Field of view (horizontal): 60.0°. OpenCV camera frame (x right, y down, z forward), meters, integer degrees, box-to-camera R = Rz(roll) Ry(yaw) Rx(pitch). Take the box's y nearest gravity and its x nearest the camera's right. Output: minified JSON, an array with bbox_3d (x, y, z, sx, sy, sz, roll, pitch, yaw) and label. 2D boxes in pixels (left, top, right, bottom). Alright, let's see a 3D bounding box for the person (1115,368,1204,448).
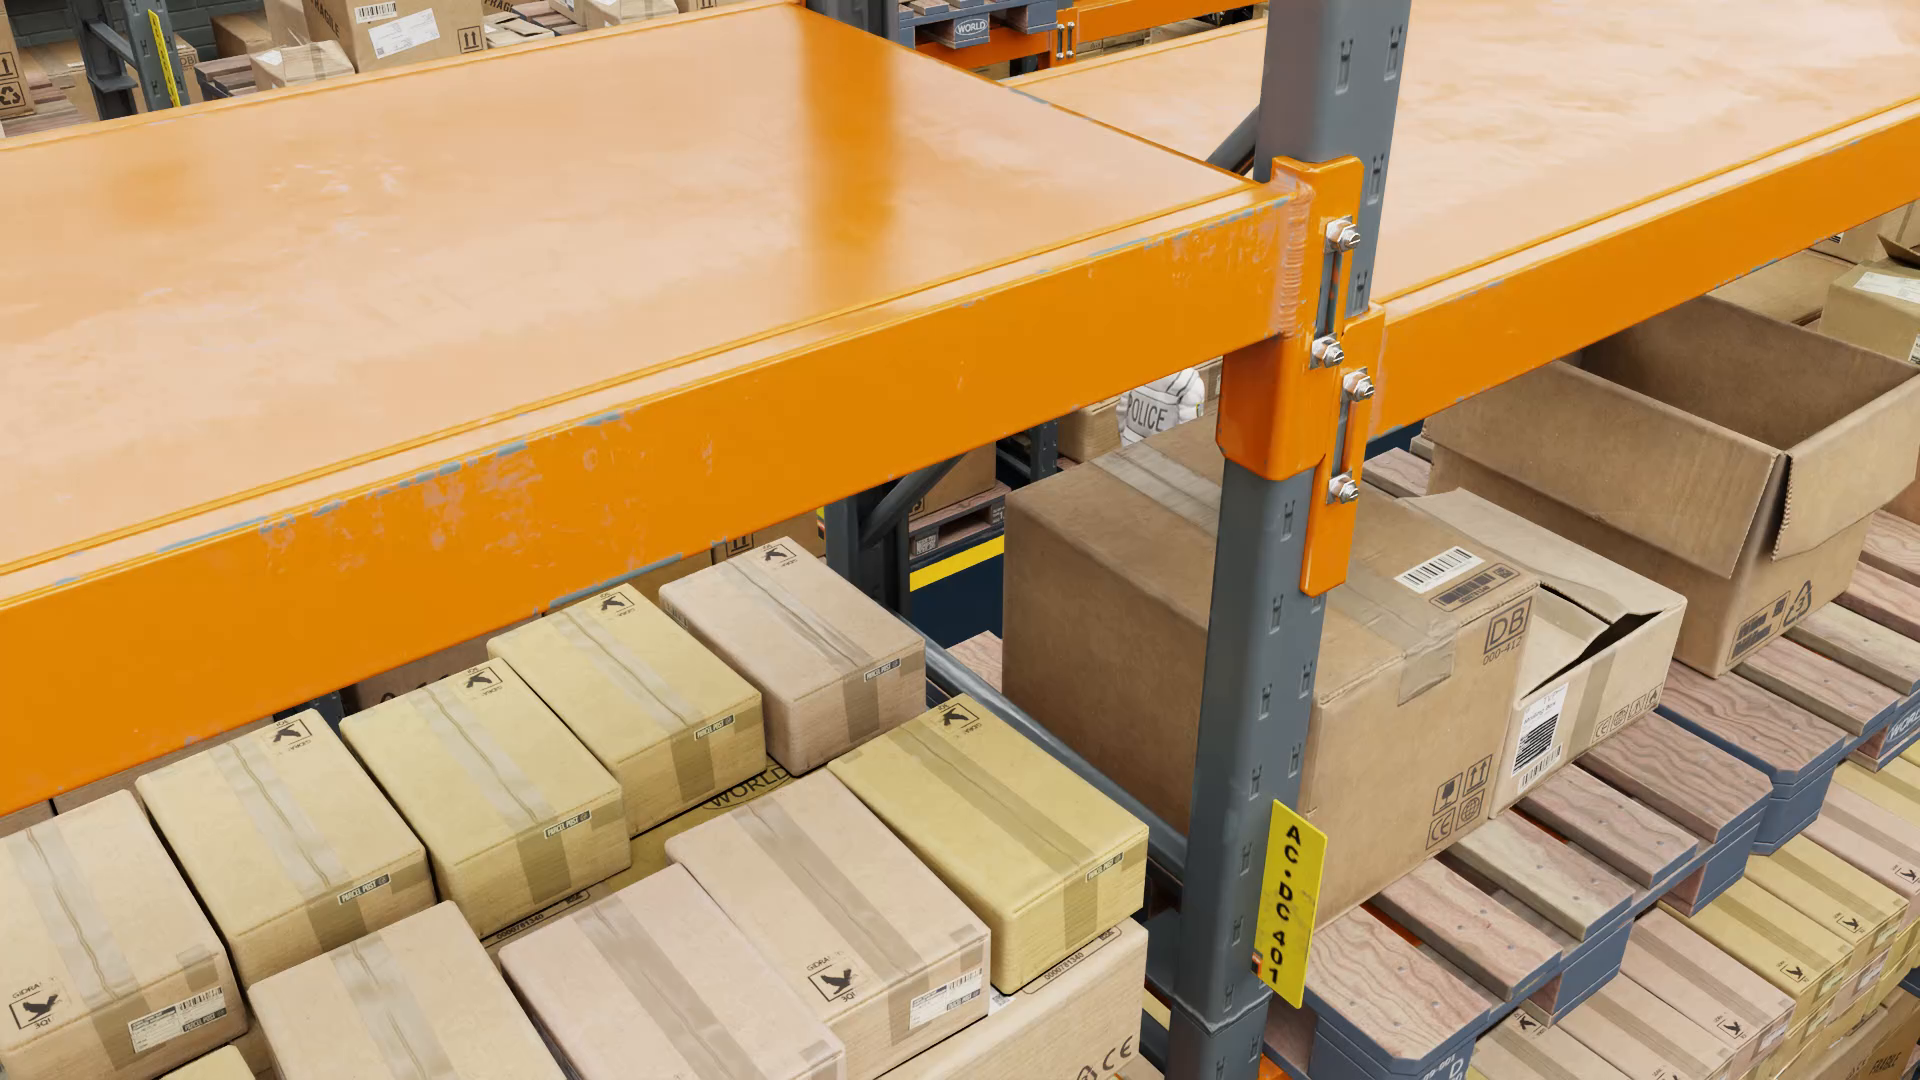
[{"bbox_3d":[0.999,-0.371,8.220,0.375,1.662,0.542,-25,40,-34],"label":"person"}]
